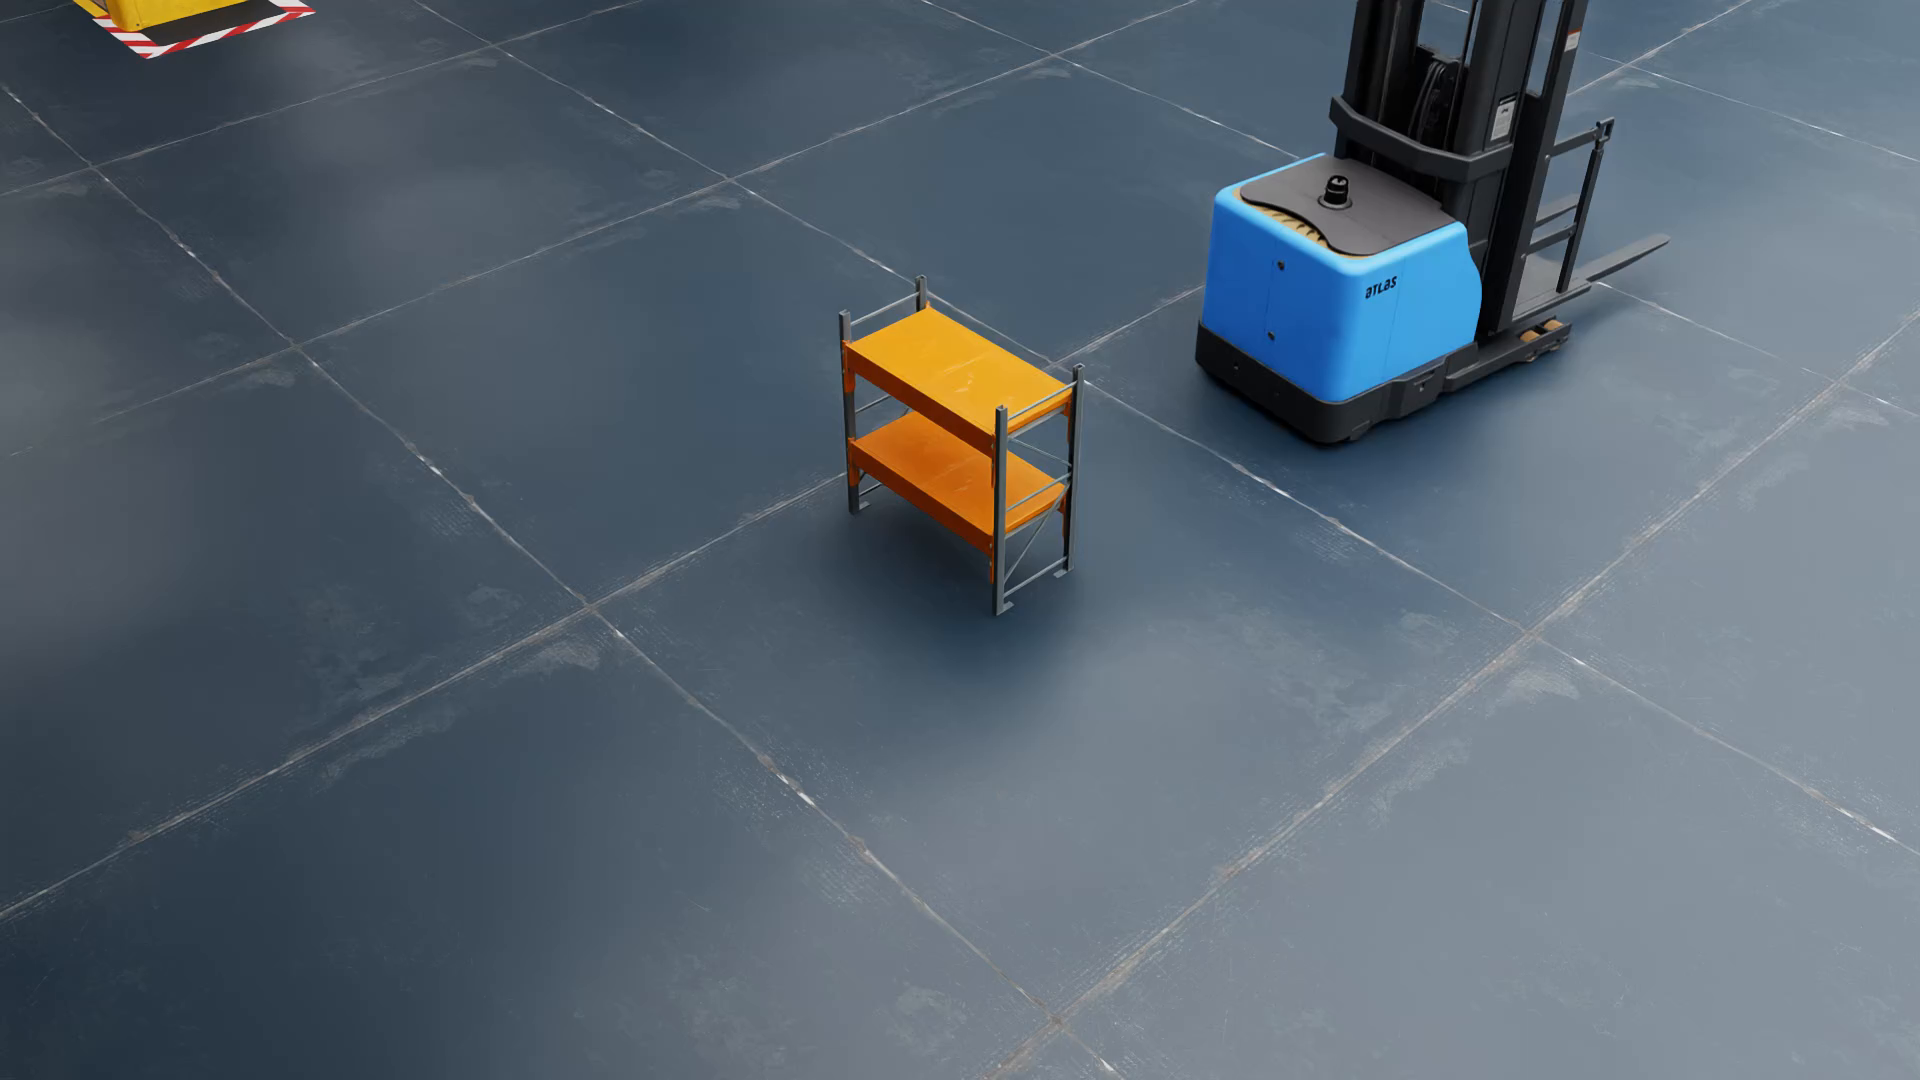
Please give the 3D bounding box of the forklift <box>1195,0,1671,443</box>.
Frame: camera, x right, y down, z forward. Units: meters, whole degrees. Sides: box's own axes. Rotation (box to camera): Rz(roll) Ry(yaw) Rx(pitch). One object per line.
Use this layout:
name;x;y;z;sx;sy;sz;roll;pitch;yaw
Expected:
forklift;2.776;-2.371;8.561;3.031;2.935;1.130;-24;45;-27

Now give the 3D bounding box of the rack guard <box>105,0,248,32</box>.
rack guard;-6.089;-4.417;13.029;1.175;0.500;0.348;-30;48;-32

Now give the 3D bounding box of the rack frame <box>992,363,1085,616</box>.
rack frame;0.339;-0.205;7.317;0.500;1.125;0.032;-30;48;-32

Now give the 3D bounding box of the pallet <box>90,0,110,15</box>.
pallet;-6.653;-4.652;13.549;1.003;0.211;1.213;-30;48;-32

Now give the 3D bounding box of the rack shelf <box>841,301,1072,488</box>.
rack shelf;-0.005;-0.668;7.424;0.538;0.278;1.000;-30;48;-32

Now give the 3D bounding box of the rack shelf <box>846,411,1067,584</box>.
rack shelf;-0.005;-0.251;7.762;0.538;0.278;1.000;-30;48;-32

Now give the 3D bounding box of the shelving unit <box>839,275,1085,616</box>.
shelving unit;-0.005;-0.441;7.608;0.538;1.125;1.048;-30;48;-32

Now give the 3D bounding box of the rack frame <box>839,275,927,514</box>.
rack frame;-0.348;-0.676;7.900;0.500;1.125;0.032;-30;48;-32
